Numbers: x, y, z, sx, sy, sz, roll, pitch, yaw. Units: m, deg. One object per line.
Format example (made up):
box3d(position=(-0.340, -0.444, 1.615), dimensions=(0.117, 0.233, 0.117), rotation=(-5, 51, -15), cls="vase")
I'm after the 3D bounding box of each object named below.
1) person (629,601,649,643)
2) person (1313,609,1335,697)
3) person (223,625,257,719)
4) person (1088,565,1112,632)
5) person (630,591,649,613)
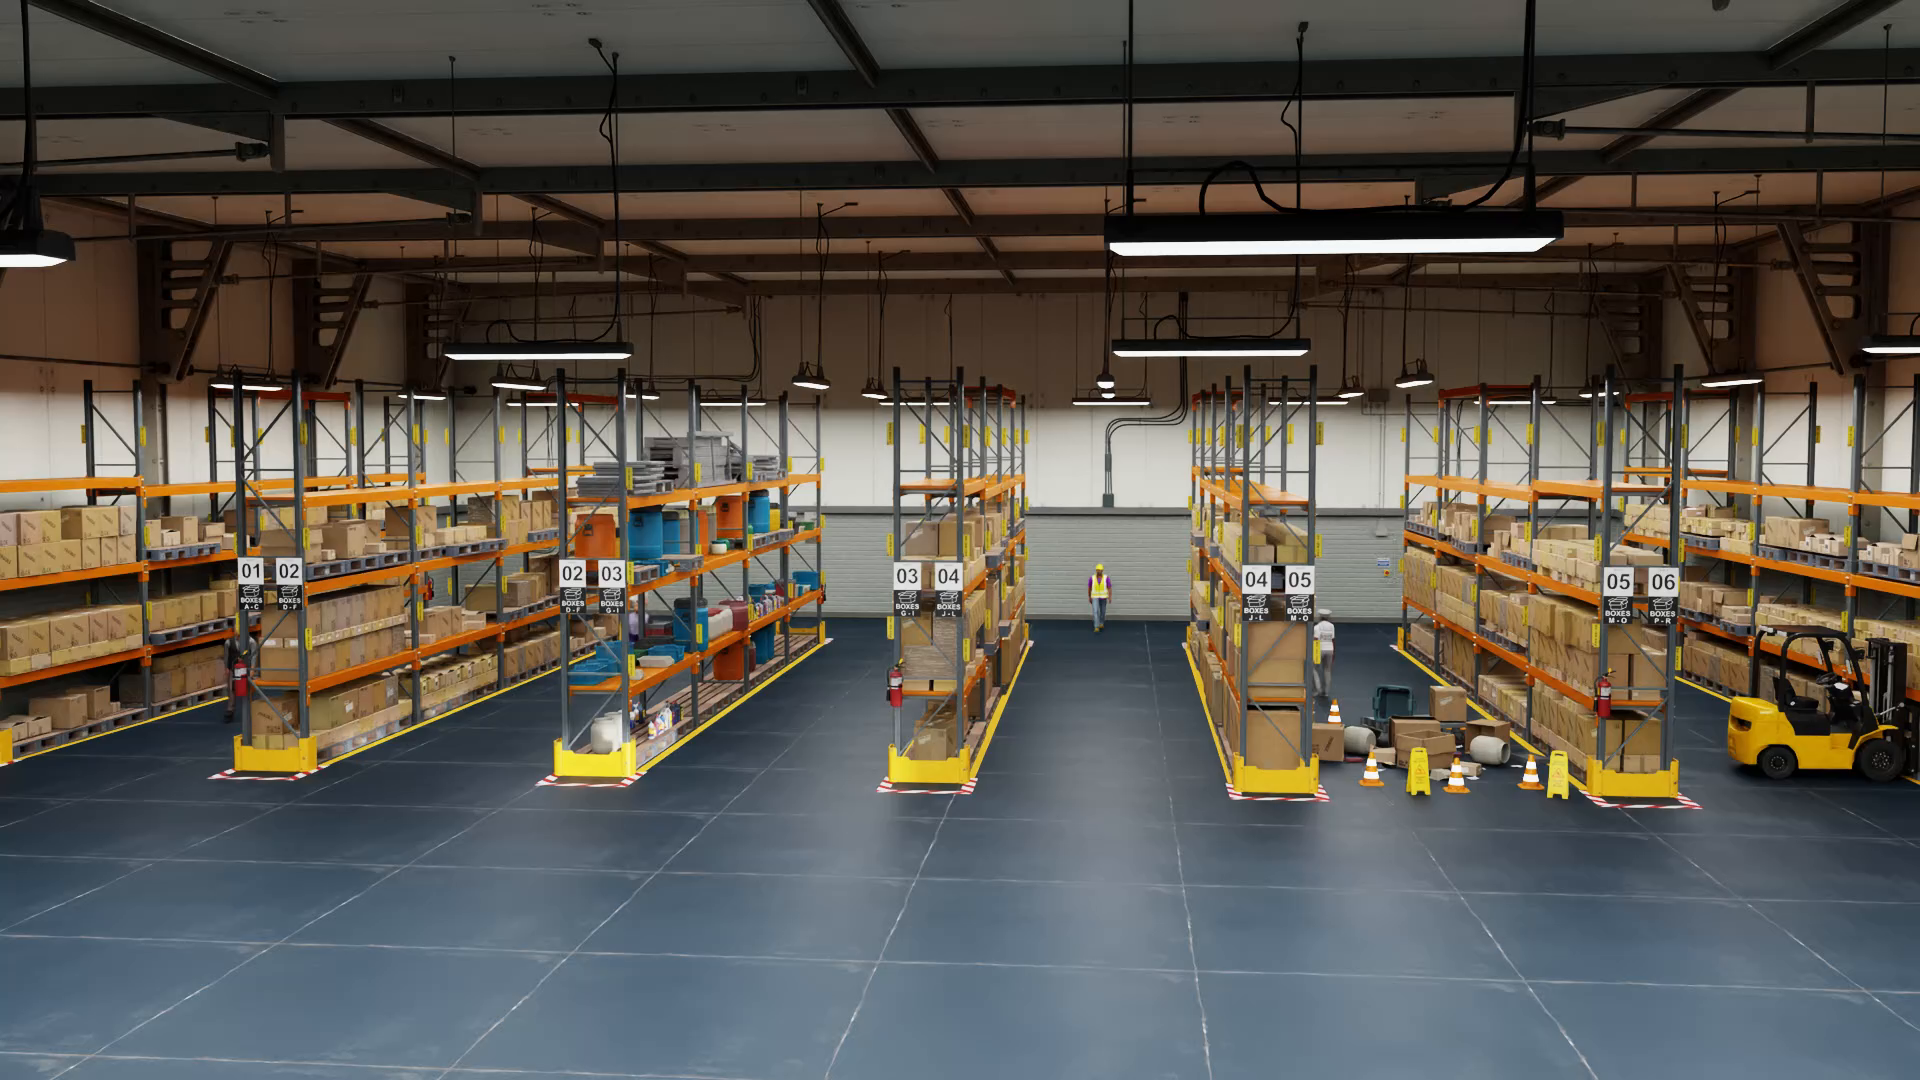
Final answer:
box3d(position=(-6.619, 2.063, 34.123), dimensions=(0.519, 1.630, 0.887), rotation=(0, 4, 8), cls="person")
box3d(position=(6.993, 2.187, 32.053), dimensions=(0.502, 1.712, 0.380), rotation=(-1, 4, -18), cls="person")
box3d(position=(-12.758, 2.310, 29.474), dimensions=(0.570, 1.663, 1.054), rotation=(-2, 4, -23), cls="person")
box3d(position=(3.590, 1.482, 42.679), dimensions=(0.597, 1.710, 1.081), rotation=(0, 4, 3), cls="person")
box3d(position=(-8.145, 1.512, 42.054), dimensions=(0.854, 1.746, 0.542), rotation=(3, 5, 44), cls="person")
